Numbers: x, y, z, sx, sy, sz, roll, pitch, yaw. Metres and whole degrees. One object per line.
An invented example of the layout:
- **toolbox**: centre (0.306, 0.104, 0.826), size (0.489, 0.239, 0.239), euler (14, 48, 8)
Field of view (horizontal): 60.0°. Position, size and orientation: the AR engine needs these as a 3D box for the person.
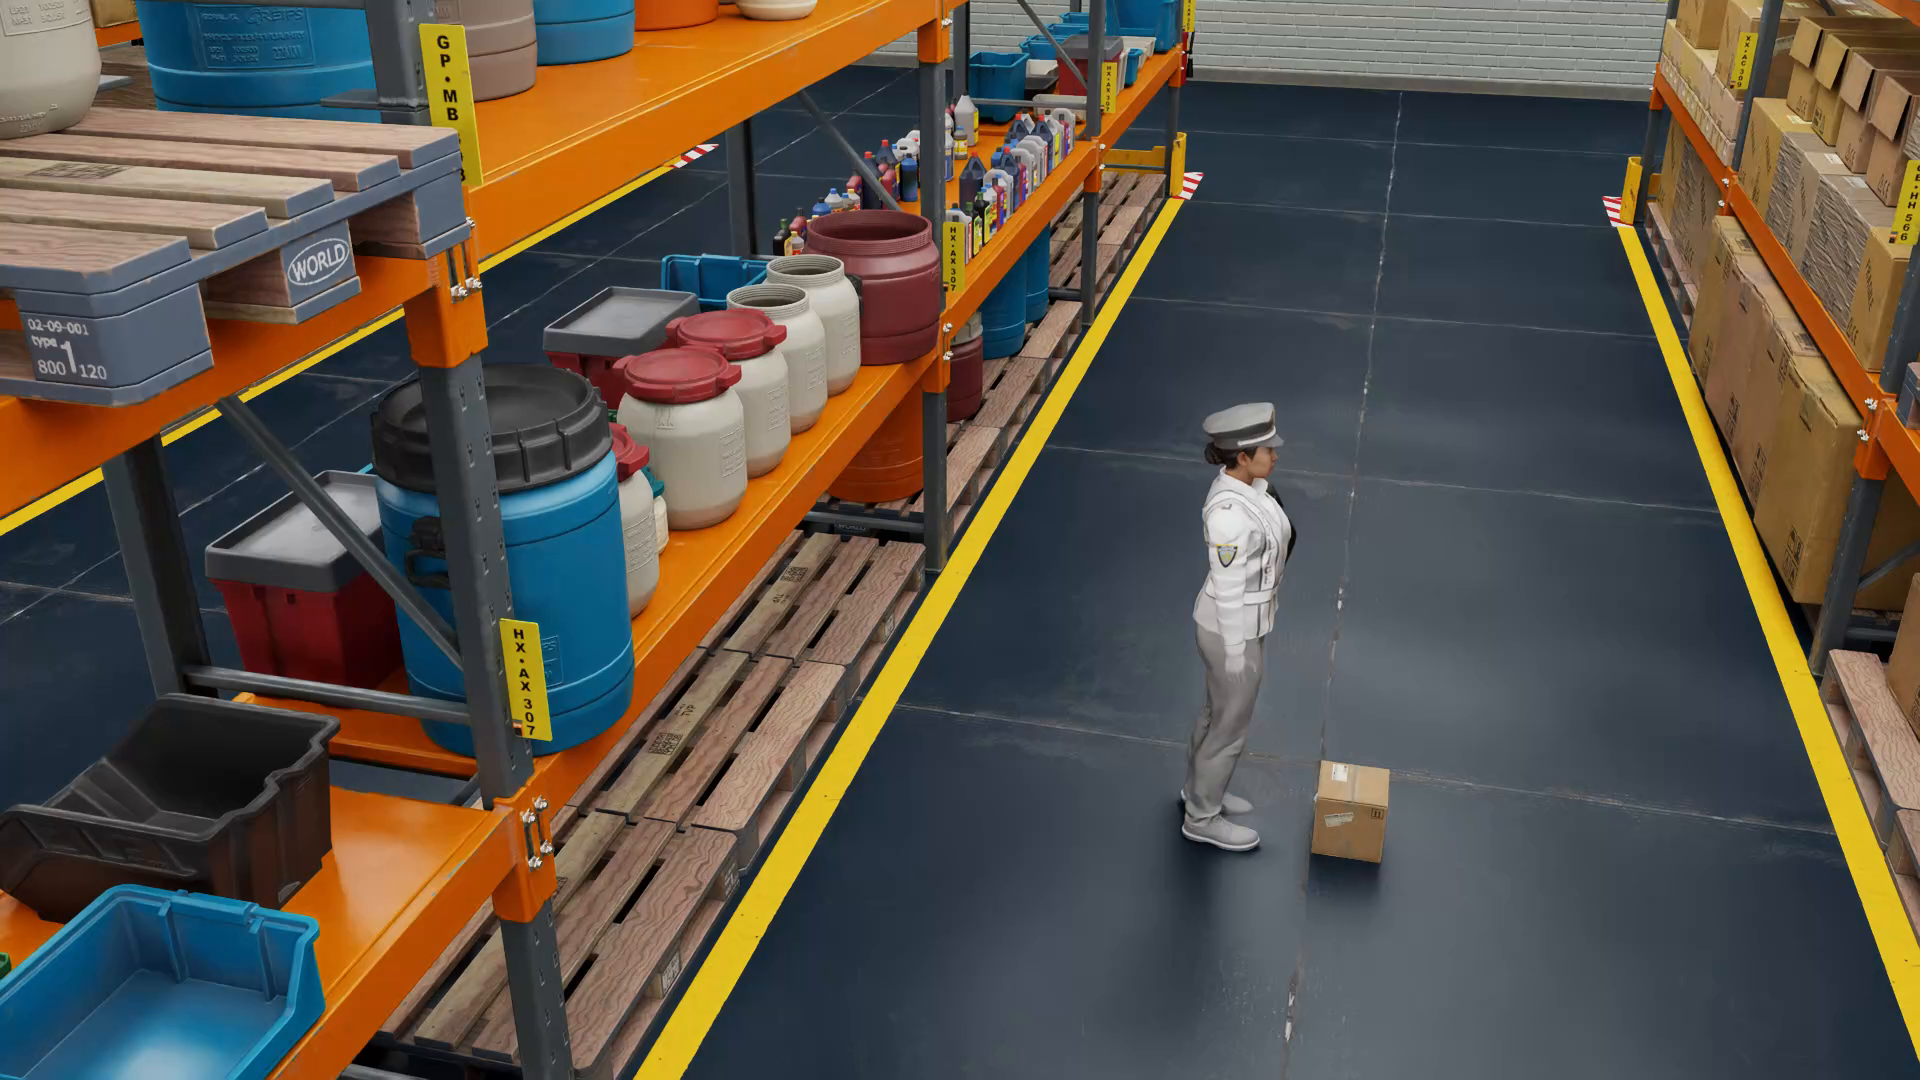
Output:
- **person**: centre (1.070, 0.484, 6.034), size (0.752, 1.292, 0.533), euler (6, 26, 13)
